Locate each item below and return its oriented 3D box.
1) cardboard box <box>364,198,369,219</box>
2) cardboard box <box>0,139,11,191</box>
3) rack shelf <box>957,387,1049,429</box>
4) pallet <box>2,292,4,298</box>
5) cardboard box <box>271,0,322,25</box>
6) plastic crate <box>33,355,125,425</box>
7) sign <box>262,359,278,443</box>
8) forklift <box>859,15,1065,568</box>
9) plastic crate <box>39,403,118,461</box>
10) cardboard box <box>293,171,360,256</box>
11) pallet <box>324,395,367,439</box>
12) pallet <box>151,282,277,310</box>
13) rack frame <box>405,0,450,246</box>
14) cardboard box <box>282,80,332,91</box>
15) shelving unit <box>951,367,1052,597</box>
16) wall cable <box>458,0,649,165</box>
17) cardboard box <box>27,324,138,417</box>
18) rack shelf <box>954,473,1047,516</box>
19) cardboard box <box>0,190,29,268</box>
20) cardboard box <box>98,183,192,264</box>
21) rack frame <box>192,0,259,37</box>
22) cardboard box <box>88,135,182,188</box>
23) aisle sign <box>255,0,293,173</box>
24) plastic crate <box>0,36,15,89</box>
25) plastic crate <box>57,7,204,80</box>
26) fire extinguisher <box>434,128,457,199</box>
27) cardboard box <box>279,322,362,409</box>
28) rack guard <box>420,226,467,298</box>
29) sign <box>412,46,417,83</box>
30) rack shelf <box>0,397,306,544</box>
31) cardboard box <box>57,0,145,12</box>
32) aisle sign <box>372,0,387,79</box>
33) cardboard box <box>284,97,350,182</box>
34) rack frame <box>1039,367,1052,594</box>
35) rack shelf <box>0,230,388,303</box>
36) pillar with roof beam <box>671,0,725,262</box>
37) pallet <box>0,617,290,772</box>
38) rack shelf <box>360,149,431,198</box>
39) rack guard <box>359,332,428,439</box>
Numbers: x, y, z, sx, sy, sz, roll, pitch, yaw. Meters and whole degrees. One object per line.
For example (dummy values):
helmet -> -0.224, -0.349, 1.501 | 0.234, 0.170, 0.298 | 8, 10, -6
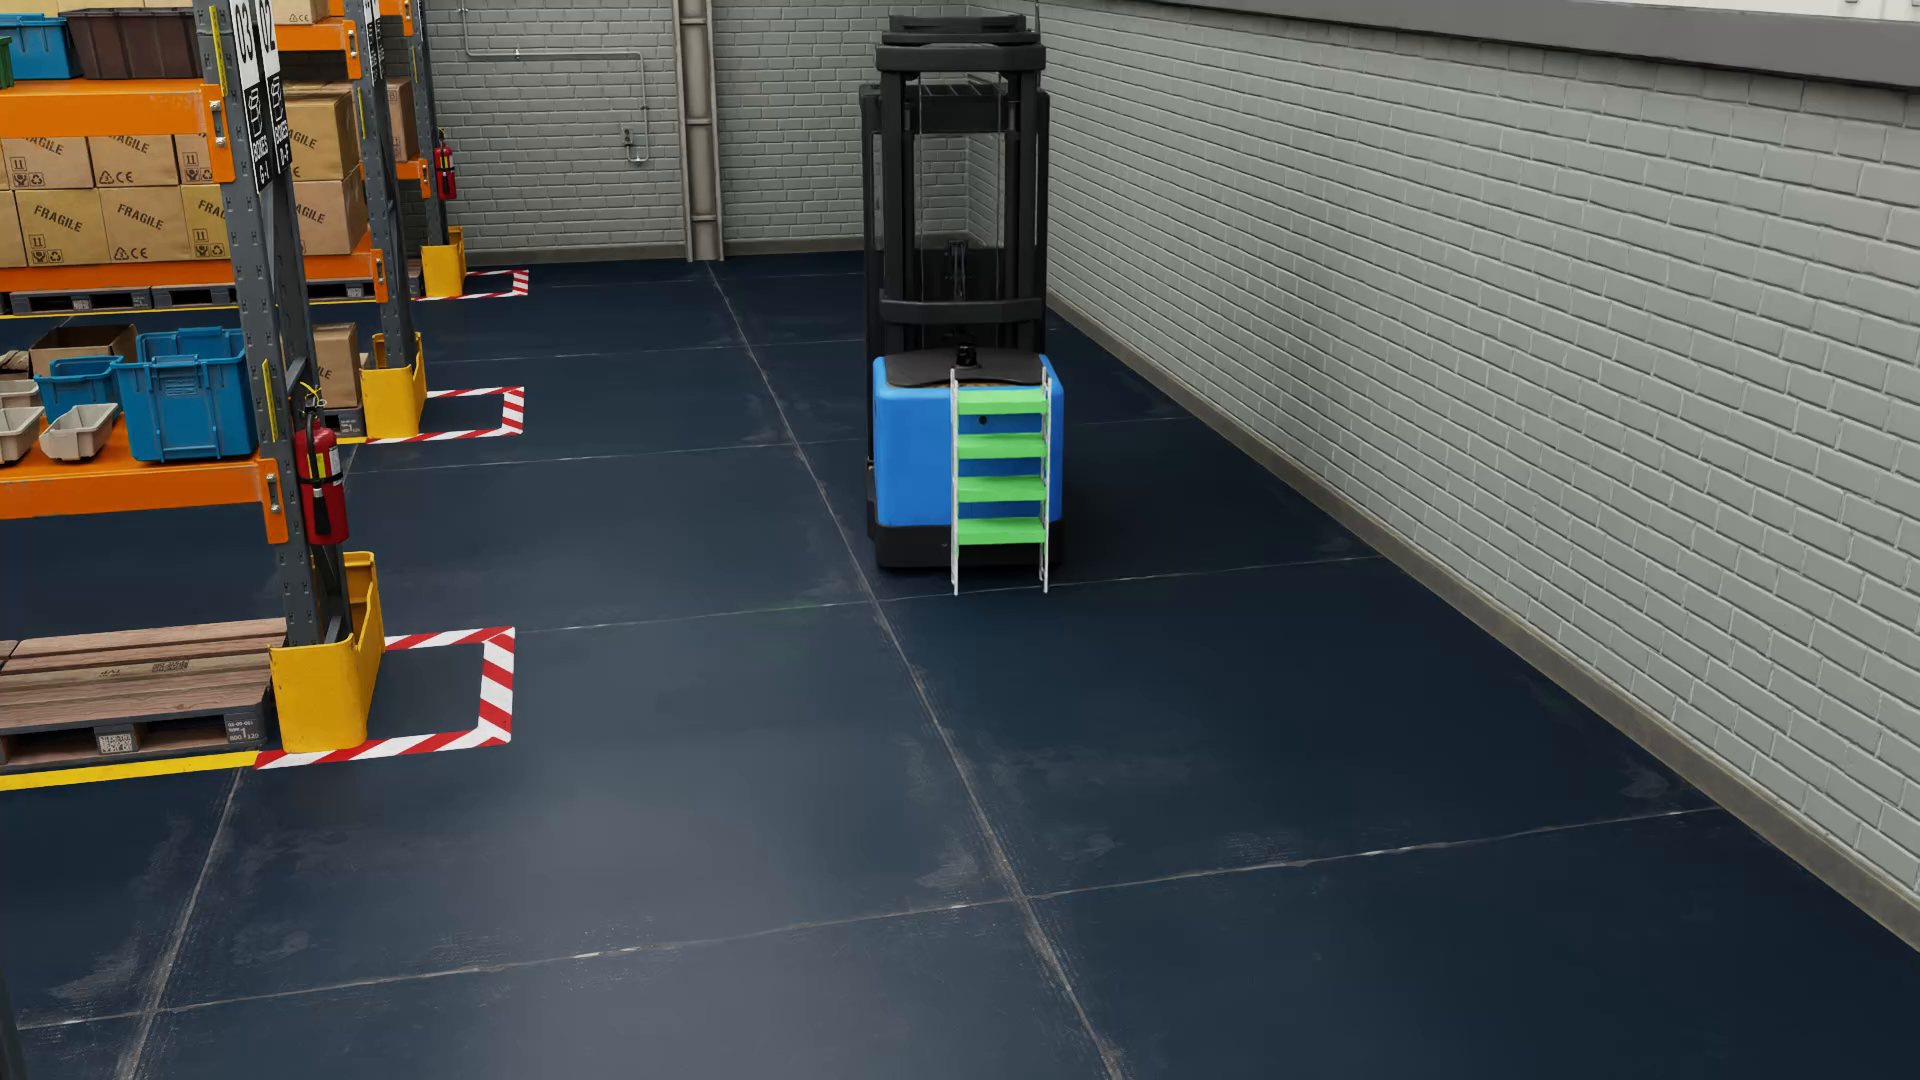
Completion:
cardboard box -> -5.808, -3.304, 16.553 | 0.250, 0.149, 0.380 | -5, 21, -12
cardboard box -> -6.449, -2.554, 10.828 | 0.500, 0.500, 0.500 | -5, 21, -14
rack shelf -> 0.214, -0.697, 8.763 | 0.480, 0.148, 0.258 | -2, 20, -4
pallet -> -9.851, -2.276, 15.720 | 1.213, 0.211, 1.003 | -5, 21, -12
cardboard box -> -4.521, -3.539, 10.972 | 0.500, 0.250, 0.500 | -5, 21, -12
plastic crate -> -3.902, -0.660, 7.411 | 0.300, 0.233, 0.416 | -5, 21, -12
sign -> -2.803, -0.565, 6.760 | 0.005, 0.325, 0.100 | -5, 21, -12
forklift -> -0.046, -1.685, 10.152 | 1.130, 2.935, 3.031 | -1, 20, -4
plastic crate -> -3.697, -0.451, 6.981 | 0.243, 0.136, 0.396 | -5, 21, -12
cardboard box -> -4.455, -2.250, 11.452 | 0.500, 0.500, 0.500 | -4, 20, -11
pallet -> -4.931, -0.951, 12.105 | 1.213, 0.211, 1.003 | -5, 21, -12
pallet -> -7.170, -2.494, 16.315 | 1.213, 0.211, 1.003 | -5, 21, -12
rack frame -> -5.225, -3.988, 16.340 | 0.127, 3.000, 1.000 | -5, 21, -12
cardboard box -> -6.425, -4.024, 16.002 | 0.700, 0.700, 0.980 | -5, 21, -13
shelving unit -> 0.214, -0.306, 8.906 | 0.503, 1.200, 0.258 | -2, 20, -4
wall cable -> -4.197, -4.883, 17.306 | 1.851, 1.984, 0.084 | -5, 21, -12
cardboard box -> -6.147, -1.198, 11.714 | 0.637, 0.503, 0.797 | -5, 21, -12
rack shelf -> 0.214, -0.246, 8.928 | 0.480, 0.148, 0.258 | -2, 20, -4
cardboard box -> -6.431, -2.090, 11.014 | 0.500, 0.500, 0.500 | -5, 21, -13
cardboard box -> -5.446, -2.171, 11.234 | 0.500, 0.500, 0.500 | -4, 21, -12
rack frame -> -2.946, -3.489, 6.255 | 0.127, 3.000, 1.000 | -5, 21, -12
cardboard box -> -5.446, -2.636, 11.052 | 0.500, 0.500, 0.500 | -4, 21, -11
aisle sign -> -2.944, -1.997, 7.127 | 0.004, 0.787, 0.394 | -5, 21, -12
plastic crate -> -3.840, -1.807, 6.334 | 0.336, 0.188, 0.450 | -5, 21, -12
plastic crate -> -3.384, -2.082, 6.965 | 0.590, 0.269, 0.497 | -5, 21, -12
fire extinguisher -> -4.972, -3.634, 16.028 | 0.183, 0.674, 0.296 | -5, 21, -12
cardboard box -> -4.554, -1.237, 11.826 | 0.500, 0.500, 0.500 | -5, 21, -12
rack guard -> -5.202, -2.816, 16.775 | 0.348, 0.500, 1.175 | -5, 21, -12
sign -> -5.114, -4.460, 15.601 | 0.005, 0.325, 0.100 | -5, 21, -12
rack shelf -> -4.892, -0.176, 6.979 | 4.000, 0.370, 1.077 | -5, 21, -12
cardboard box -> -5.494, -3.459, 10.754 | 0.500, 0.250, 0.500 | -5, 21, -12
aisle sign -> -4.083, -3.654, 11.650 | 0.004, 0.787, 0.394 | -5, 21, -12
cardboard box -> -4.452, -2.719, 11.278 | 0.500, 0.500, 0.500 | -5, 21, -13
rack frame -> 0.457, -0.313, 8.925 | 0.015, 1.200, 0.240 | -2, 20, -4
rack shelf -> -6.028, -1.834, 11.506 | 4.000, 0.370, 1.077 | -5, 21, -12
pillar with roof beam -> -1.806, -5.867, 12.748 | 0.400, 9.000, 9.100 | -5, 21, -12
pallet -> -3.757, 0.690, 7.624 | 1.213, 0.211, 1.003 | -5, 21, -12
rack shelf -> -7.172, -3.492, 16.032 | 4.000, 0.370, 1.077 | -5, 21, -12
rack guard -> -4.156, -1.150, 12.228 | 0.348, 0.500, 1.175 | -5, 21, -12
